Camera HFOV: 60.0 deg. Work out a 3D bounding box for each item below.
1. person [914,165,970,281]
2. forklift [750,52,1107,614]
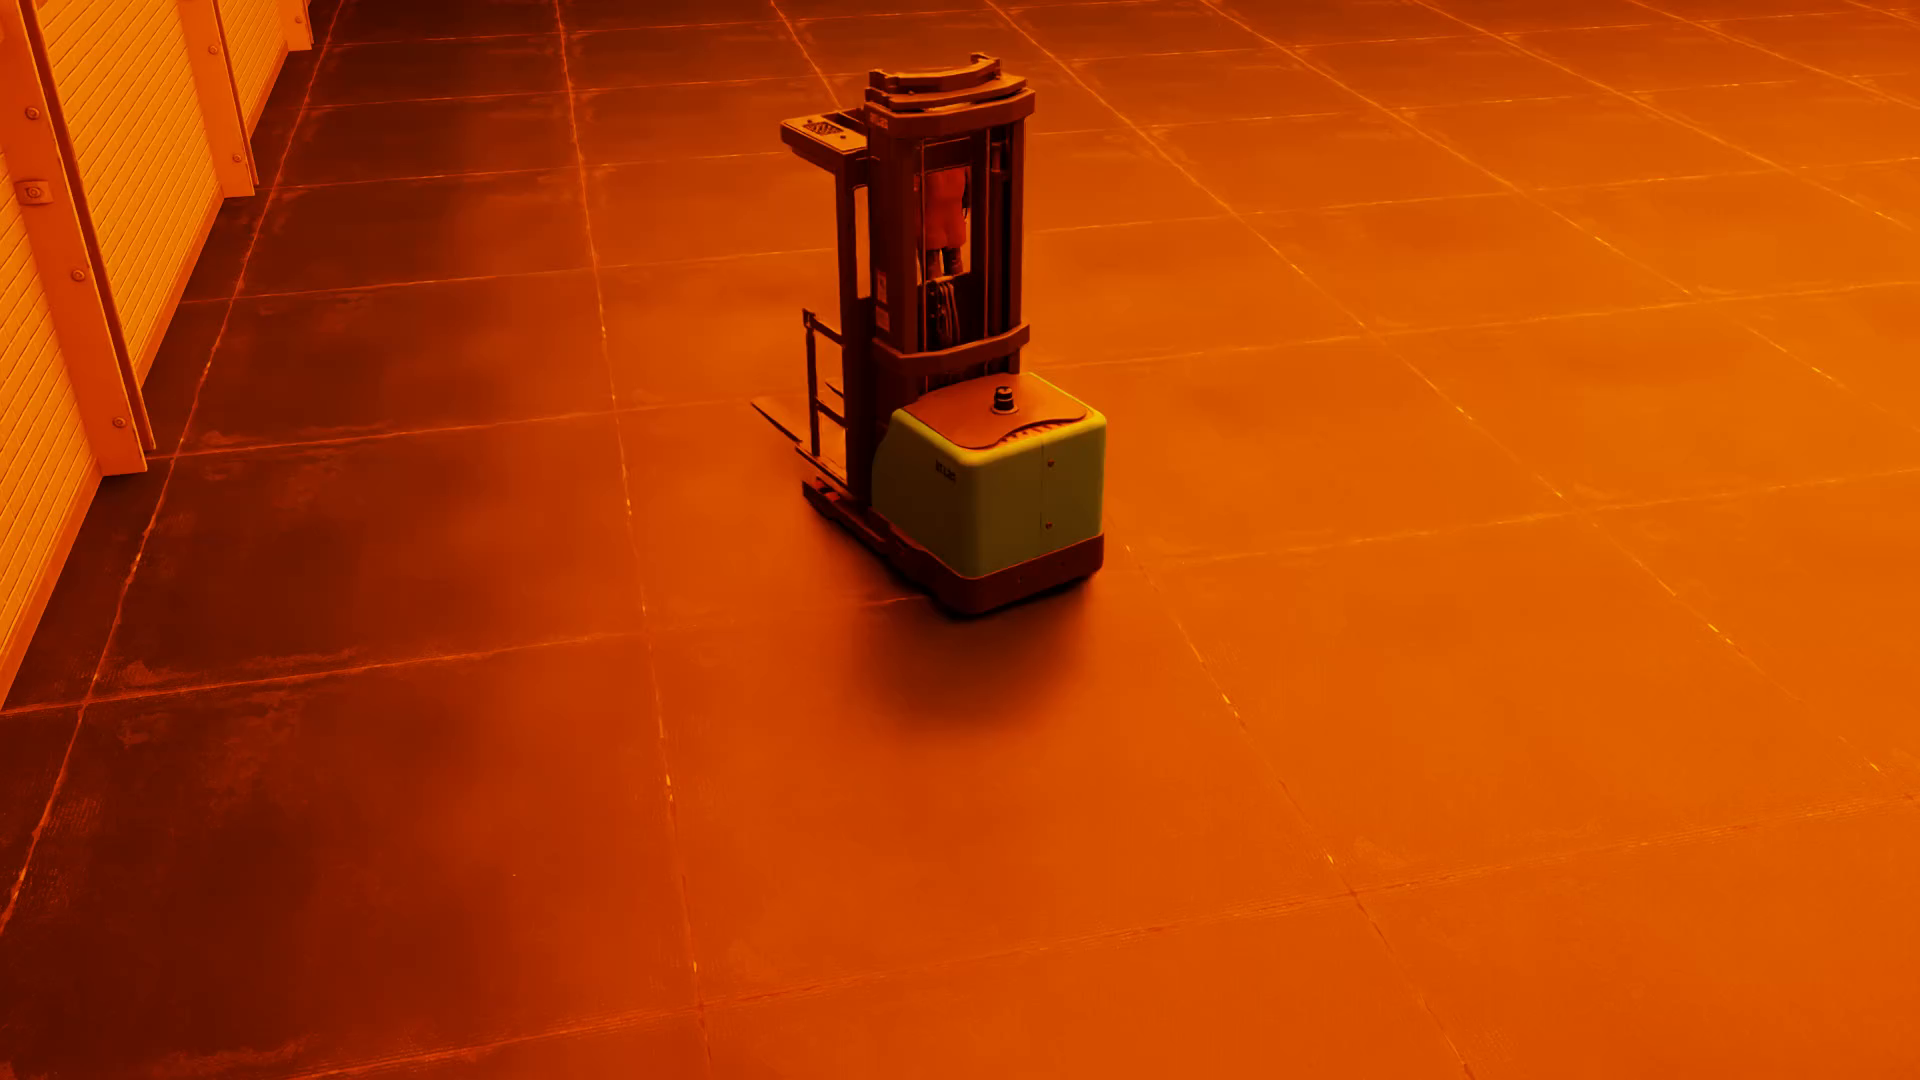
[{"bbox_3d":[-0.223,-2.596,13.198,0.694,1.777,0.580,-13,33,-21],"label":"person"},{"bbox_3d":[-0.371,-1.533,10.222,1.130,2.935,3.031,-19,35,-29],"label":"forklift"}]
